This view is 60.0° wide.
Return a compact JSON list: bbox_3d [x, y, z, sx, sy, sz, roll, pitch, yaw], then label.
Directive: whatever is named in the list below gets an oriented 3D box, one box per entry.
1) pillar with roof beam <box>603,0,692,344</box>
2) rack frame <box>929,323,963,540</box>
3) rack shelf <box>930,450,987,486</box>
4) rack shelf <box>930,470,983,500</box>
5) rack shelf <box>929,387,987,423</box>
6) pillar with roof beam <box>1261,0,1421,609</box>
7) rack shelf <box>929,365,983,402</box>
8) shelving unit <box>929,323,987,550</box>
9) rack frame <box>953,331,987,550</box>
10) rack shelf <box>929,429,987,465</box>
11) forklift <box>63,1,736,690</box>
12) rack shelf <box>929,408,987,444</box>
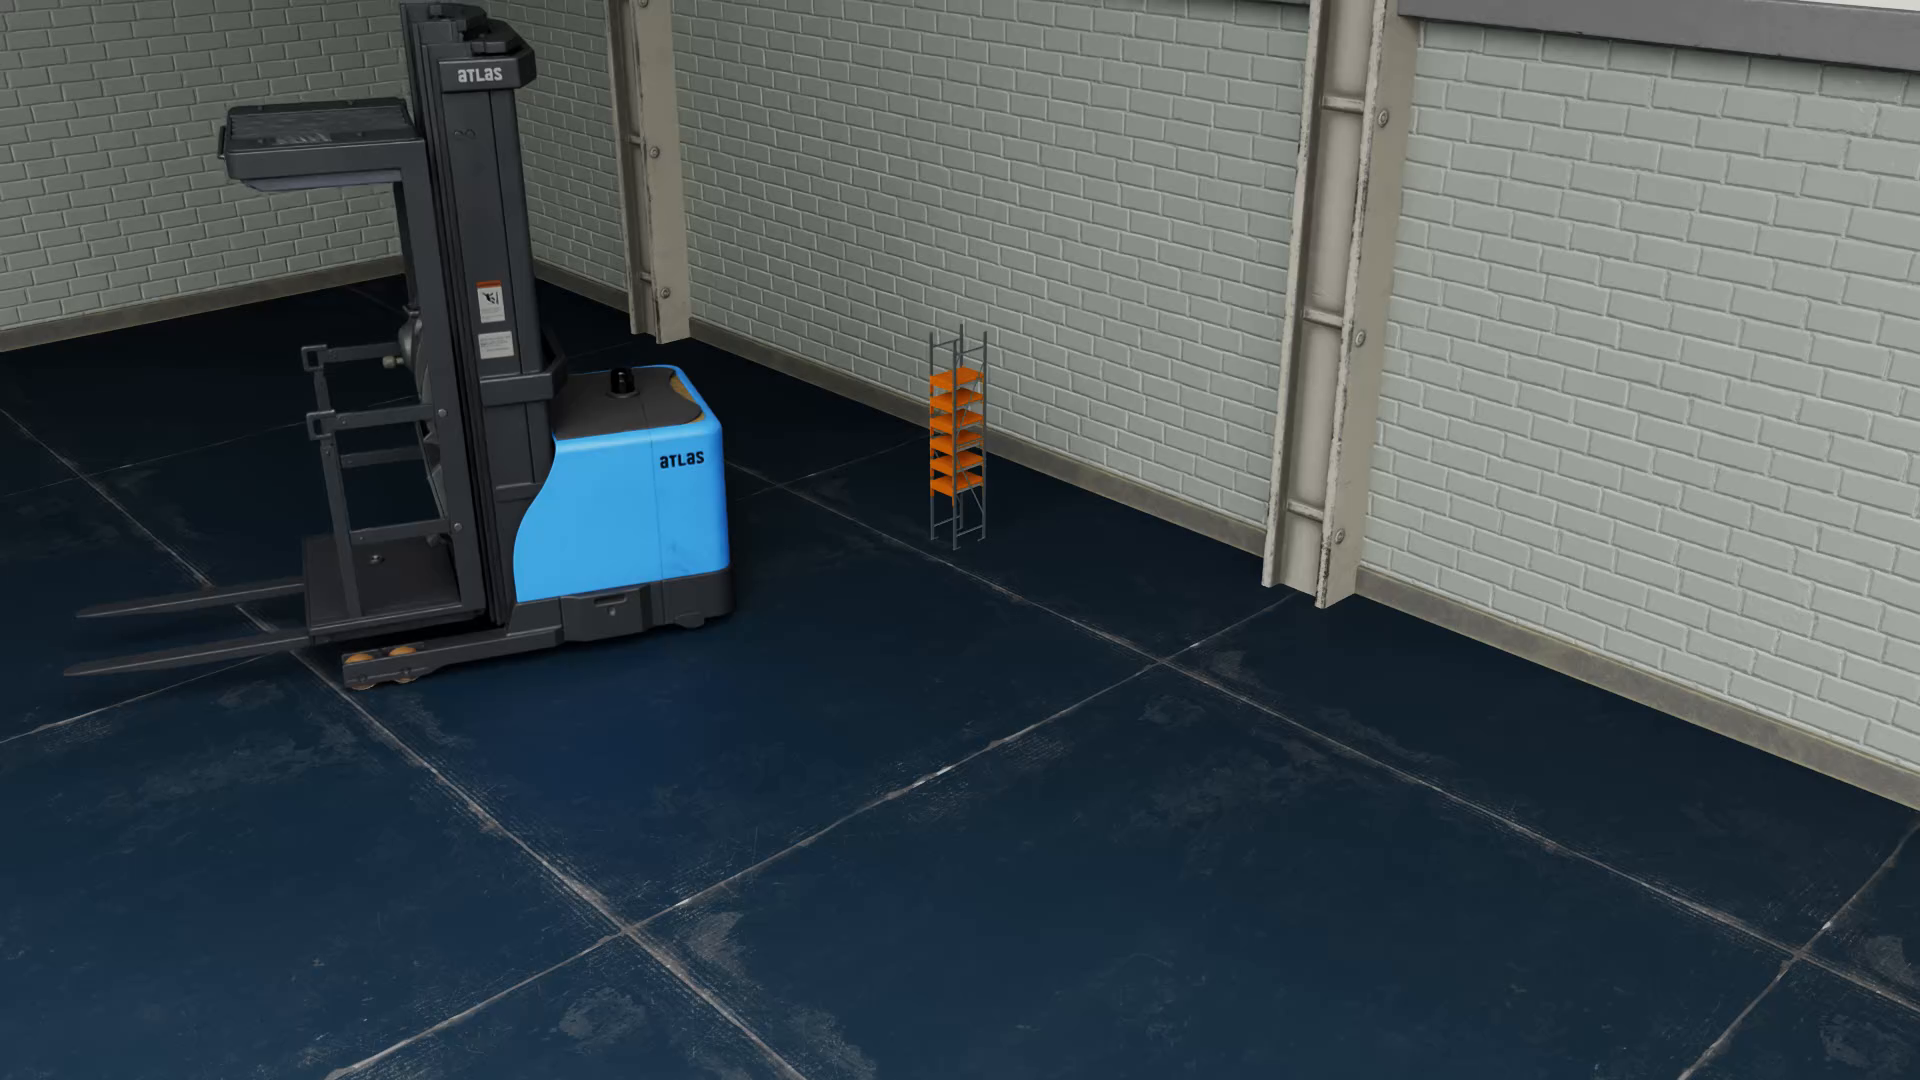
[{"bbox_3d":[-5.415,-4.442,8.145,9.100,9.000,0.400,-21,32,-38],"label":"pillar with roof beam"},{"bbox_3d":[-0.072,-0.578,9.071,0.240,1.200,0.006,-21,32,-38],"label":"rack frame"},{"bbox_3d":[-0.010,-0.401,9.079,0.258,0.103,0.180,-21,32,-38],"label":"rack shelf"},{"bbox_3d":[-0.010,-0.291,9.129,0.258,0.103,0.180,-21,32,-38],"label":"rack shelf"},{"bbox_3d":[-0.010,-0.728,8.929,0.258,0.103,0.180,-21,32,-38],"label":"rack shelf"},{"bbox_3d":[-1.314,-2.624,4.161,9.100,9.000,0.400,-21,32,-38],"label":"pillar with roof beam"},{"bbox_3d":[-0.010,-0.837,8.880,0.258,0.103,0.180,-21,32,-38],"label":"rack shelf"},{"bbox_3d":[-0.010,-0.550,9.011,0.258,1.200,0.189,-21,32,-38],"label":"shelving unit"},{"bbox_3d":[0.053,-0.523,8.950,0.240,1.200,0.006,-21,32,-38],"label":"rack frame"},{"bbox_3d":[-0.010,-0.510,9.029,0.258,0.103,0.180,-21,32,-38],"label":"rack shelf"},{"bbox_3d":[-2.696,-0.884,7.657,3.031,2.935,1.130,-9,26,-19],"label":"forklift"},{"bbox_3d":[-0.010,-0.619,8.979,0.258,0.103,0.180,-21,32,-38],"label":"rack shelf"}]
